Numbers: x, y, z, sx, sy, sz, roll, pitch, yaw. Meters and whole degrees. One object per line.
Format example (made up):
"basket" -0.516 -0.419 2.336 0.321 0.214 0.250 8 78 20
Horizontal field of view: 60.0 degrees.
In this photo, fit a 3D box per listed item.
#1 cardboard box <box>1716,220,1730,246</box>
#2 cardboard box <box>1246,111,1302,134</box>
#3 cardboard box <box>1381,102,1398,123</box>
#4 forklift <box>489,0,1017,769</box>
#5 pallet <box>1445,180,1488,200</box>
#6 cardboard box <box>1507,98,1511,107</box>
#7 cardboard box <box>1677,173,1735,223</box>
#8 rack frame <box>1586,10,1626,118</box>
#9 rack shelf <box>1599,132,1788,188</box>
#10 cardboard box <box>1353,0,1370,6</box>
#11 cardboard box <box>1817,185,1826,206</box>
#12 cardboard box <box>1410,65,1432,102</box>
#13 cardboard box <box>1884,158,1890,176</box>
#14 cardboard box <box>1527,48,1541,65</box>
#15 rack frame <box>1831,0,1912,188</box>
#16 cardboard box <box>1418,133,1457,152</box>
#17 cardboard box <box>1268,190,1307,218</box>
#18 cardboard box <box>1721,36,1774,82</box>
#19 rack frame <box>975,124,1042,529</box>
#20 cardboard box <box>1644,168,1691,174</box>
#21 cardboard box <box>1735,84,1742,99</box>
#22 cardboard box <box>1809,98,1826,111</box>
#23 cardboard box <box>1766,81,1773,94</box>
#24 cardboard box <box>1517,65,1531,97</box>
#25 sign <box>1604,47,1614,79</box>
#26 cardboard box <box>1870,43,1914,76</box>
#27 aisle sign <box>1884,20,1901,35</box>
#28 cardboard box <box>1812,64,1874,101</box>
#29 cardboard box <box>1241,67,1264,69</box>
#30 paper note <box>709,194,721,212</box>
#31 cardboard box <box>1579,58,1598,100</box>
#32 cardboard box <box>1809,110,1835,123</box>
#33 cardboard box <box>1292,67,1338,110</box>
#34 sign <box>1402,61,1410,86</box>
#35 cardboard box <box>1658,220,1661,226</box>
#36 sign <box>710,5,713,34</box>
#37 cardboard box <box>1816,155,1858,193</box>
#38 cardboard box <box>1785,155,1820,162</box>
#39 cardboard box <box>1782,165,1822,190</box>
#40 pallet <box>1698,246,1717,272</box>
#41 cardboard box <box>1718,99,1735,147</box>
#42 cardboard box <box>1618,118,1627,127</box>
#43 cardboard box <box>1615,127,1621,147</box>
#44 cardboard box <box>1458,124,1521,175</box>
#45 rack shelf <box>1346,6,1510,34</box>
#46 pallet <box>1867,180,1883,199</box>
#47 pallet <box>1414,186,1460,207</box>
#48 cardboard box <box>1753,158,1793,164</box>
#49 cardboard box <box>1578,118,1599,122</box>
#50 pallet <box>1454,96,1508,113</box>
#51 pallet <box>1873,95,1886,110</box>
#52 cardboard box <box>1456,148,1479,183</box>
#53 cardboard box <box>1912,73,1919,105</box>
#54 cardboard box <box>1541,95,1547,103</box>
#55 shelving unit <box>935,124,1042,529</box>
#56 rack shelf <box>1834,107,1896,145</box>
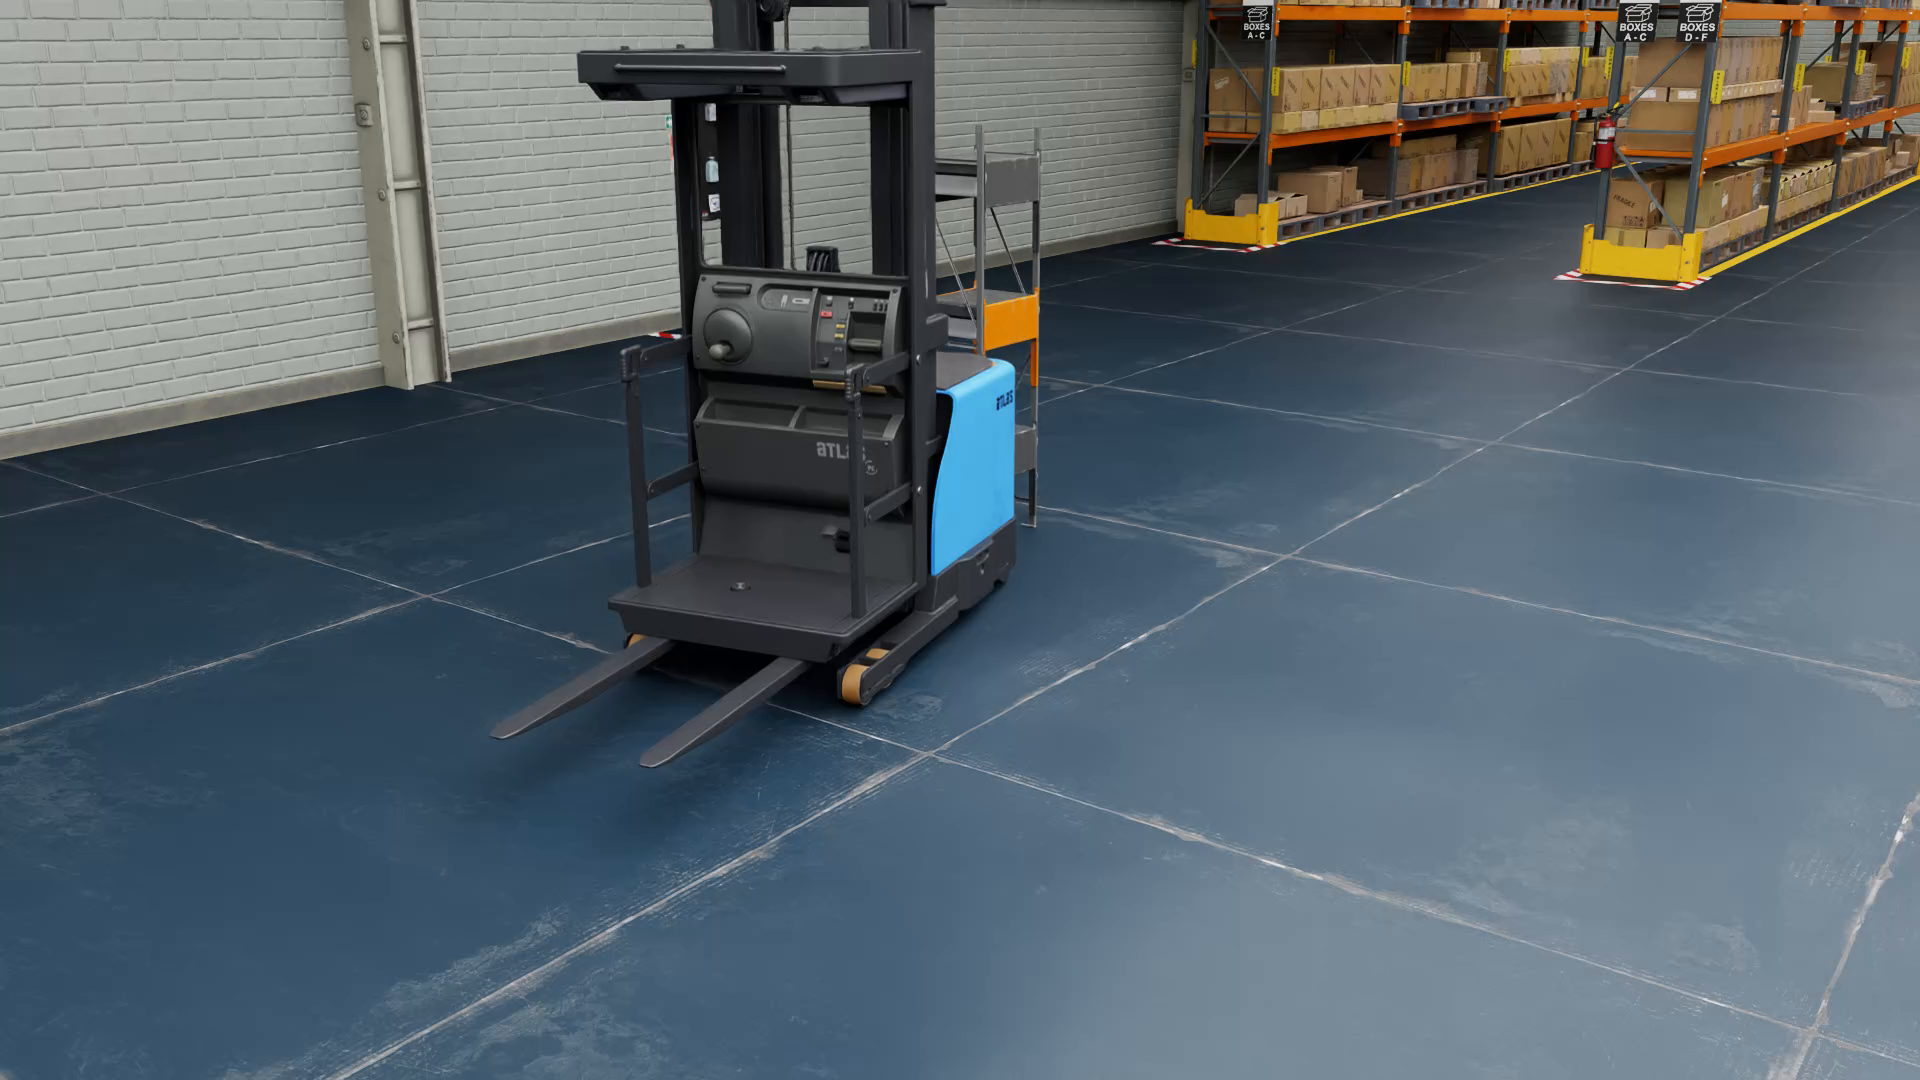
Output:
"cardboard box" 8.401 -3.499 18.882 0.500 0.250 0.500 12 21 35
"cardboard box" 3.875 -5.157 20.512 0.500 0.250 0.500 12 21 33
"cardboard box" 5.673 -5.883 22.851 0.500 0.250 0.500 12 21 35
"forklift" -0.755 -0.881 6.638 1.130 2.935 3.031 7 19 21
"pallet" 7.629 -5.547 26.250 1.003 0.211 1.213 12 21 35
"cardboard box" 8.635 -7.050 26.778 0.380 0.149 0.250 13 21 35
"cardboard box" 8.392 -3.859 18.778 0.500 0.500 0.500 12 21 35
"rack frame" 12.862 -8.970 32.571 1.000 3.000 0.127 12 21 35
"rack shelf" 8.501 -4.417 19.124 1.077 0.370 4.000 12 21 35
"cardboard box" 4.999 -7.181 21.549 0.500 0.500 0.500 11 21 33
"cardboard box" 11.654 -4.786 23.025 0.500 0.250 0.500 12 21 34
"cardboard box" 6.382 -6.617 24.083 0.700 0.500 0.500 15 23 40
"cardboard box" 14.883 -6.131 27.219 0.500 0.311 0.500 12 21 35
"cardboard box" 9.188 -7.933 27.262 0.500 0.250 0.500 13 21 35
"rack frame" 14.460 -7.143 26.687 1.000 3.000 0.127 12 21 35
"cardboard box" 7.319 -6.134 25.646 0.500 0.250 0.500 13 21 36
"cardboard box" 4.153 -4.370 21.550 0.500 0.311 0.500 15 22 39
"cardboard box" 9.133 -5.677 19.612 0.700 0.500 0.500 12 21 35
"rack frame" 0.244 -1.100 8.746 0.400 2.100 0.015 12 21 35
"cardboard box" 8.273 -4.070 19.456 0.500 0.500 0.500 12 21 35
"cardboard box" 8.482 -5.005 18.540 0.380 0.149 0.250 12 21 34
"cardboard box" 11.824 -6.069 23.378 0.500 0.311 0.500 14 22 38
"cardboard box" 9.400 -5.371 19.719 0.380 0.149 0.250 12 21 33
"cardboard box" 8.910 -7.457 26.997 0.500 0.500 0.500 13 22 36
"sign" 6.882 -5.050 17.596 0.100 0.325 0.005 12 21 35
"cardboard box" 14.966 -7.731 26.725 0.500 0.500 0.500 13 22 36
"aisle sign" 16.648 -9.405 29.589 0.394 0.787 0.004 12 21 35
"cardboard box" 13.059 -6.792 24.682 0.500 0.500 0.700 -15 23 -40
"cardboard box" 3.747 -5.723 21.070 0.500 0.500 0.500 13 21 35
"paper note" -2.188 -3.017 14.887 0.016 0.148 0.142 12 21 35
"cardboard box" 10.815 -8.287 29.865 0.980 0.700 0.700 13 21 36
"cardboard box" 11.762 -5.807 22.809 0.380 0.149 0.250 12 21 35
"cardboard box" 4.470 -5.754 21.169 0.500 0.500 0.500 12 21 33
"sign" 6.153 -6.431 22.936 0.100 0.325 0.005 12 21 35
"cardboard box" 7.680 -3.473 18.799 0.500 0.250 0.500 12 21 35
"sign" -2.112 -4.591 14.560 0.001 0.298 0.199 12 21 35
"cardboard box" 12.884 -5.390 24.516 0.500 0.500 0.500 12 21 33
"cardboard box" 12.445 -5.471 24.776 0.500 0.500 0.500 13 22 37
"cardboard box" 11.354 -4.932 22.552 0.500 0.311 0.500 12 21 34
"pallet" 7.732 -3.143 18.507 1.003 0.211 1.213 12 21 35
"cardboard box" 8.207 -4.685 18.602 0.700 0.500 0.500 13 21 35
"cardboard box" 12.595 -8.039 31.987 0.380 0.149 0.250 12 21 34
"cardboard box" 12.227 -7.673 31.902 0.700 0.500 0.500 12 21 35
"cardboard box" 8.639 -6.390 27.181 0.750 0.750 0.750 12 21 34
"rack shelf" 6.904 -7.677 24.563 1.077 0.370 4.000 12 21 35
"pallet" 14.005 -5.611 26.455 1.003 0.211 1.213 12 21 35
"pallet" 6.901 -5.258 25.318 1.003 0.211 1.213 12 21 35
"cardboard box" 11.528 -5.272 23.647 0.500 0.311 0.500 13 22 37
"cardboard box" 11.989 -7.987 31.818 0.380 0.149 0.250 13 21 35
"pallet" 7.757 -6.784 25.856 1.213 0.211 1.003 12 21 35
"pallet" 13.896 -6.880 26.165 1.003 0.211 1.213 12 21 35
"cardboard box" 7.709 -5.900 26.159 0.700 0.500 0.500 13 21 35
"cardboard box" 15.886 -7.626 28.076 0.500 0.500 0.500 12 21 34
"cardboard box" 9.713 -7.481 28.168 0.380 0.149 0.250 12 21 33
"shelving unit" 0.099 -1.042 8.559 0.431 2.100 0.503 12 21 35
"rack shelf" 13.268 -6.323 25.260 1.077 0.370 4.000 12 21 35
